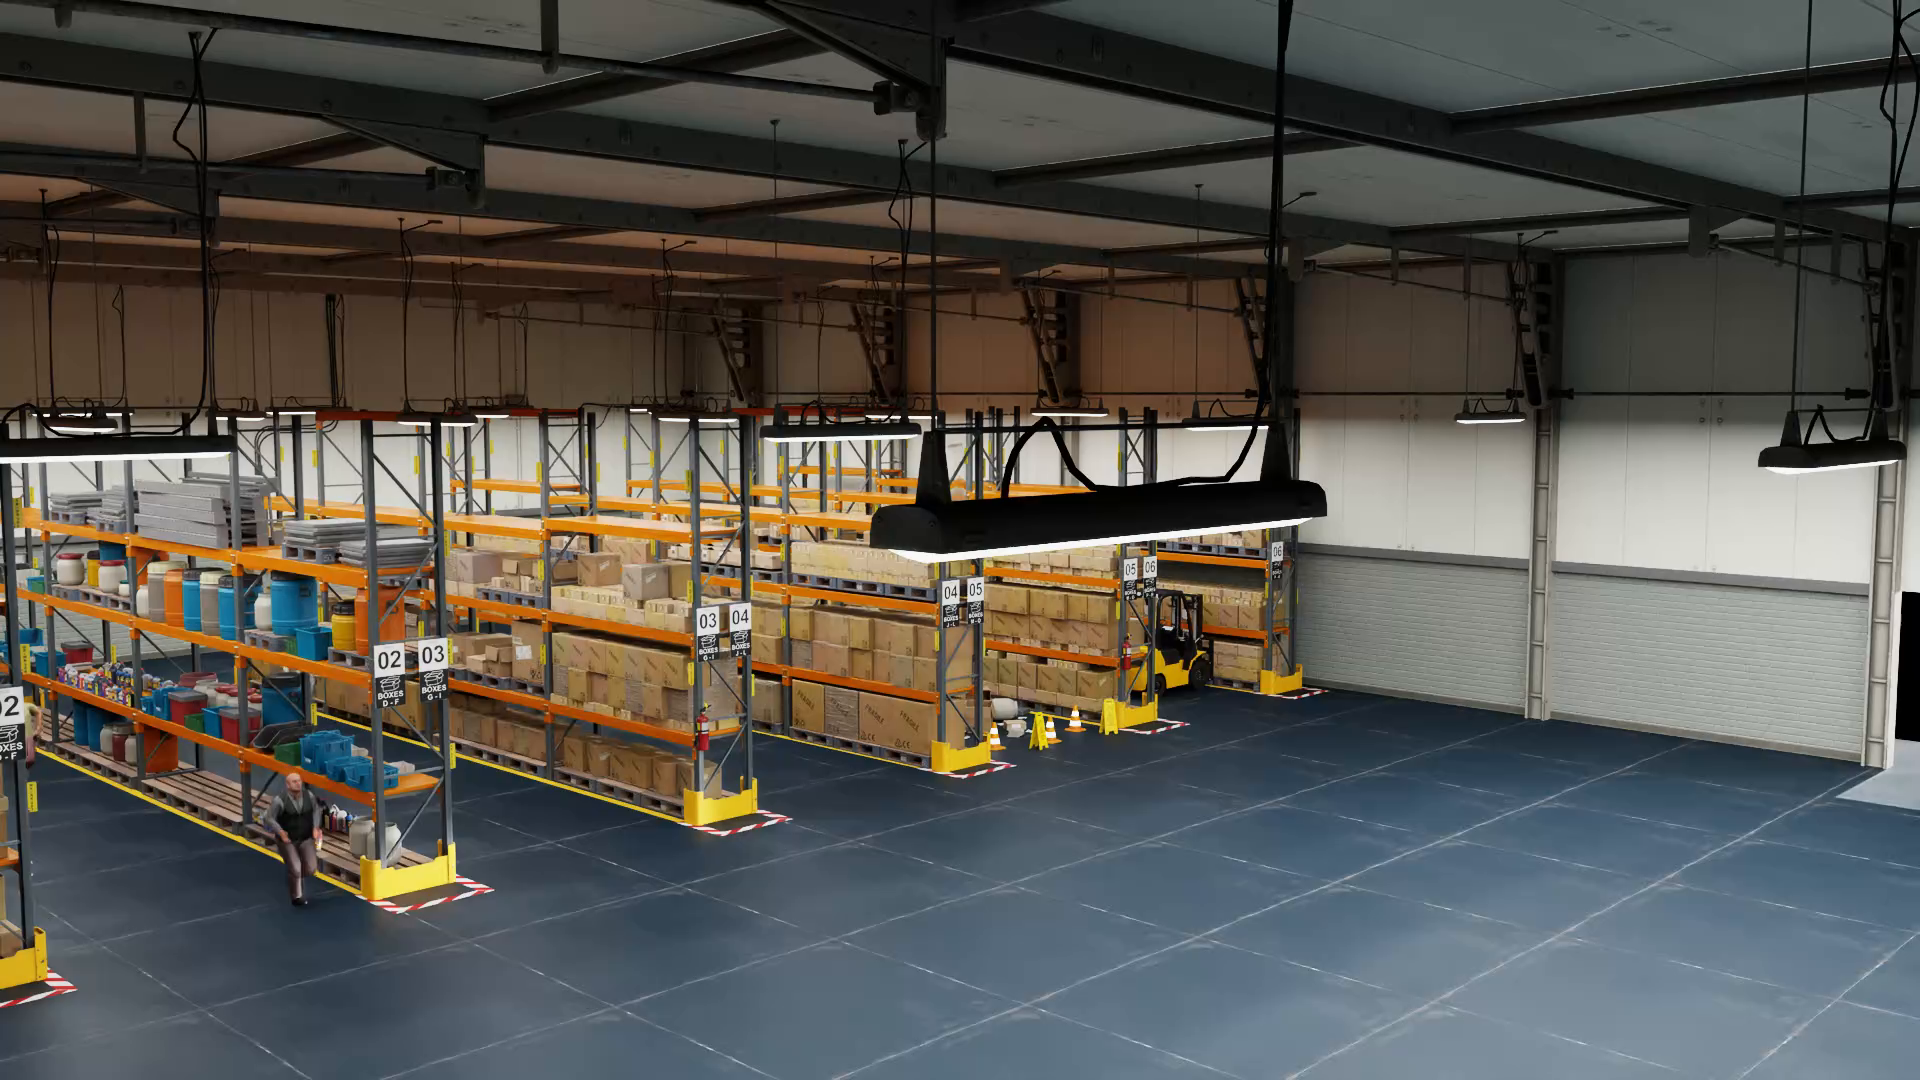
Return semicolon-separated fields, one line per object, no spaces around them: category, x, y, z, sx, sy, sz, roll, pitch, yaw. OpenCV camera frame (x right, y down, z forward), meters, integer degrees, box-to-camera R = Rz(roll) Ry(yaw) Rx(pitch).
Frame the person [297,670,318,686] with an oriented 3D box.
person;-12.152;2.321;30.809;0.516;0.828;0.554;-5;7;-42

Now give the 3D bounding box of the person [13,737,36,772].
person;-14.980;3.475;26.564;0.344;0.903;0.561;-4;6;-35

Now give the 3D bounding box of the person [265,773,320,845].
person;-8.147;3.322;20.395;0.689;0.941;0.491;-5;7;-42
